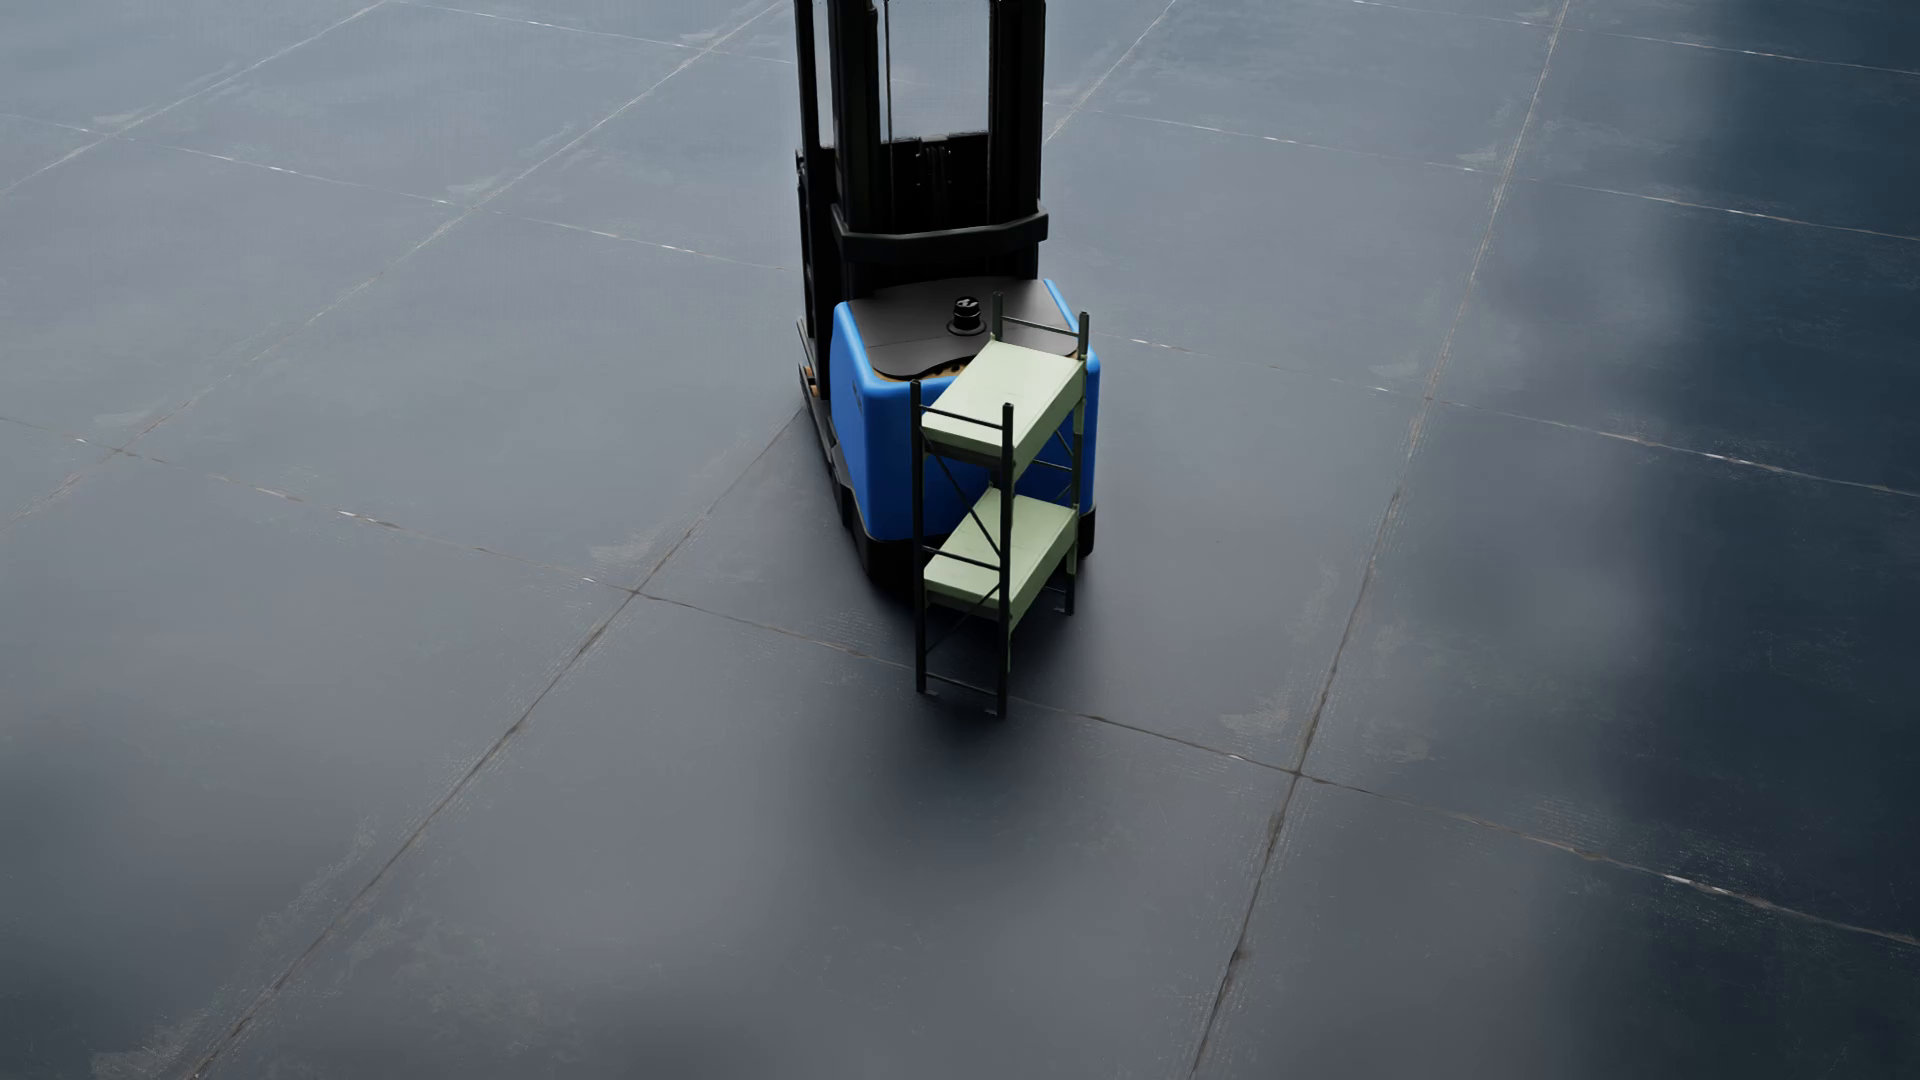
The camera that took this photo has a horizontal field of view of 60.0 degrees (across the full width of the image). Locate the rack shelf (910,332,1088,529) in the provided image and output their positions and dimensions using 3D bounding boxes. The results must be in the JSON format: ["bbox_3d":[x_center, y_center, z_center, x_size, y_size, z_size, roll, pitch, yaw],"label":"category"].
[{"bbox_3d":[0.160,-0.436,6.429,0.431,0.370,0.720,16,40,20],"label":"rack shelf"}]

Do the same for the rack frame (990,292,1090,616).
[{"bbox_3d":[0.315,-0.322,6.928,0.400,1.500,0.023,16,40,20],"label":"rack frame"}]

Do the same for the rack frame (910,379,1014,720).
[{"bbox_3d":[0.005,0.075,6.397,0.400,1.500,0.023,16,40,20],"label":"rack frame"}]

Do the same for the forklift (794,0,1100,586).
[{"bbox_3d":[-0.224,-1.853,7.781,1.130,2.935,3.031,-8,38,-10],"label":"forklift"}]

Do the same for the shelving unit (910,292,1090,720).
[{"bbox_3d":[0.160,-0.124,6.663,0.431,1.500,0.755,16,40,20],"label":"shelving unit"}]

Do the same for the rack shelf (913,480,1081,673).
[{"bbox_3d":[0.160,0.137,6.858,0.431,0.370,0.720,16,40,20],"label":"rack shelf"}]
